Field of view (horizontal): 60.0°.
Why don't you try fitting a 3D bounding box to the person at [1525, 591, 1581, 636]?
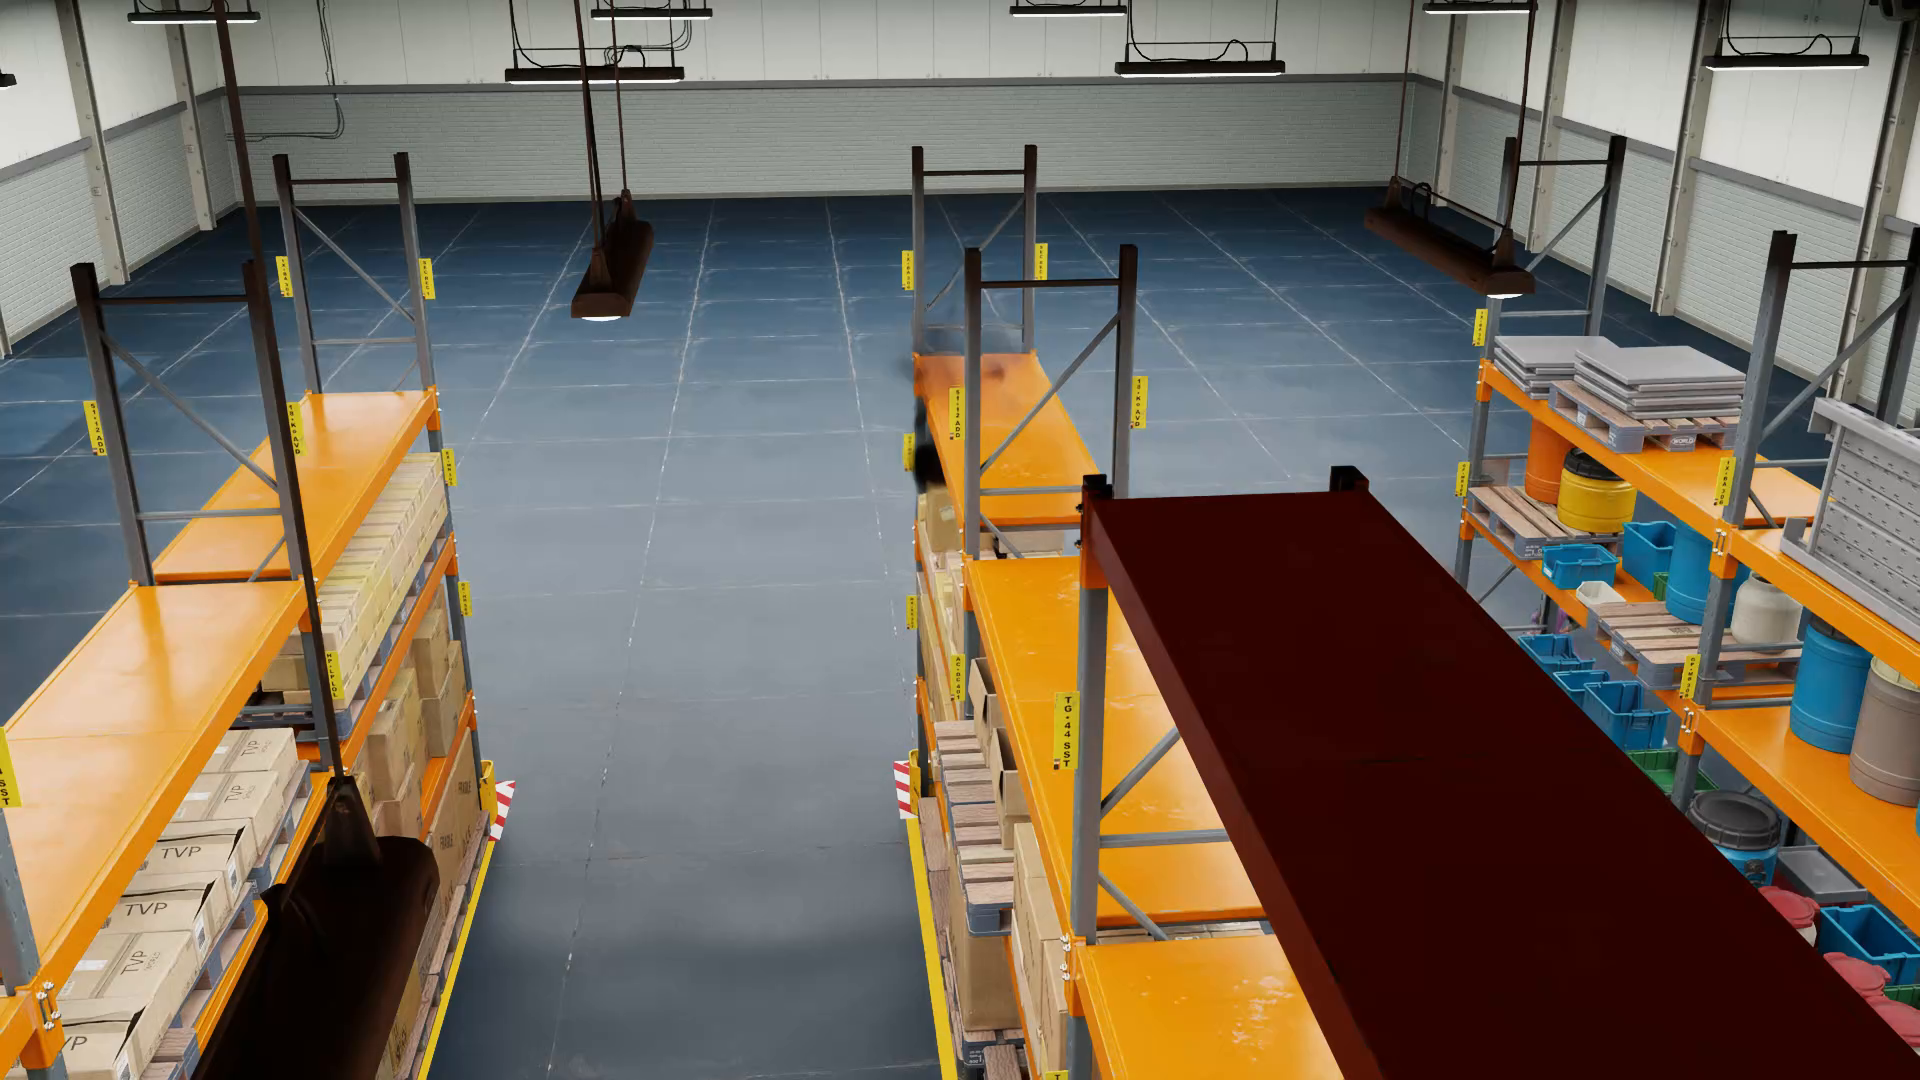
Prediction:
[{"bbox_3d":[5.882,1.162,16.604,0.775,1.610,0.571,20,29,41],"label":"person"}]
